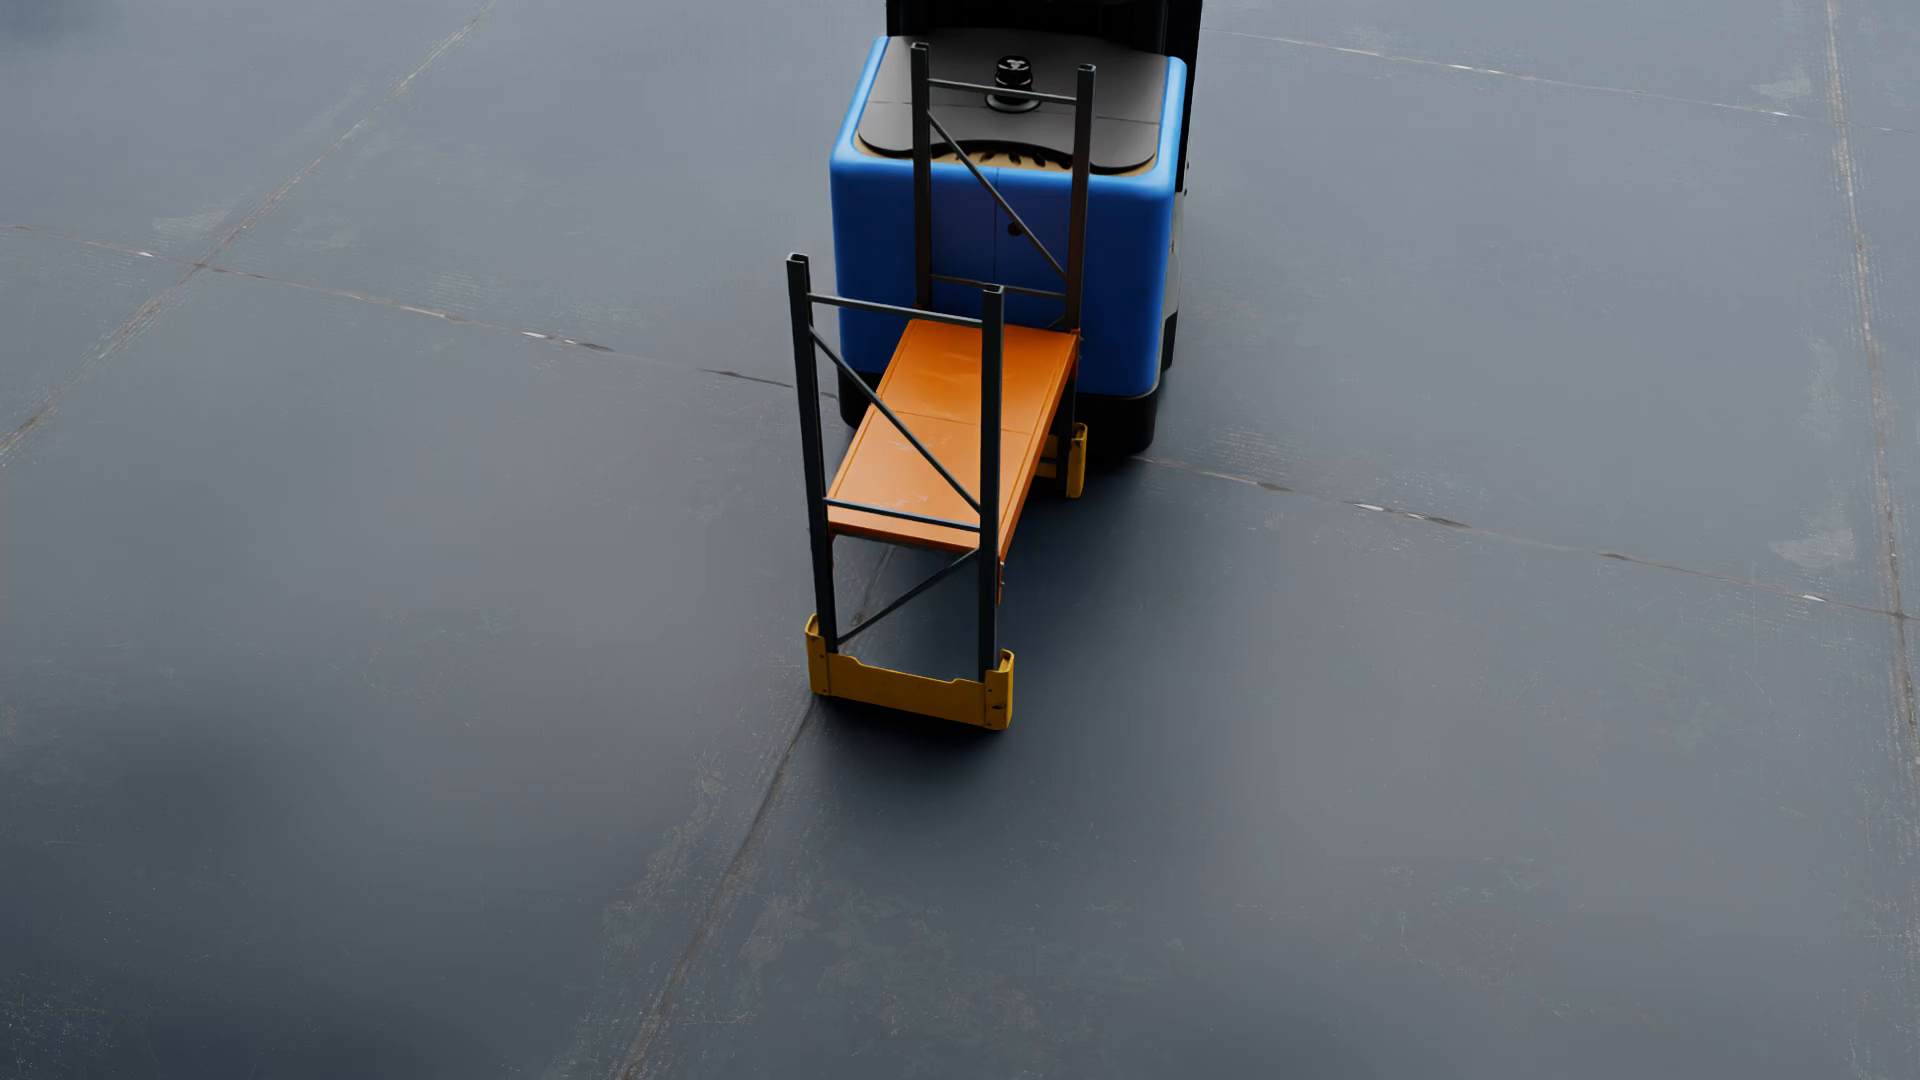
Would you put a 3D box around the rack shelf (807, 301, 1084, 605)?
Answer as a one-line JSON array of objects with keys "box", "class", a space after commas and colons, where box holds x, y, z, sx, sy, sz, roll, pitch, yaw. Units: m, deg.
[{"box": [-0.017, -0.276, 4.717, 0.538, 0.185, 1.000, 10, 45, 11], "class": "rack shelf"}]

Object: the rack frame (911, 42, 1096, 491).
[{"box": [0.113, -0.748, 4.942, 0.500, 1.500, 0.032, 10, 45, 11], "class": "rack frame"}]

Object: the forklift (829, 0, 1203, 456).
[{"box": [0.323, -2.361, 5.567, 1.130, 2.935, 3.031, 6, 45, 6], "class": "forklift"}]

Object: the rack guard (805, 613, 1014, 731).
[{"box": [-0.142, 0.373, 4.690, 0.587, 0.250, 0.087, 10, 45, 11], "class": "rack guard"}]

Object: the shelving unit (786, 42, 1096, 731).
[{"box": [-0.015, -0.411, 4.597, 0.587, 1.500, 1.083, 10, 45, 11], "class": "shelving unit"}]

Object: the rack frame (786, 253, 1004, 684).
[{"box": [-0.147, -0.061, 4.240, 0.500, 1.500, 0.032, 10, 45, 11], "class": "rack frame"}]

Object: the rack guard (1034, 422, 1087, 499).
[{"box": [0.113, -0.301, 5.378, 0.587, 0.250, 0.087, 10, 45, 11], "class": "rack guard"}]
